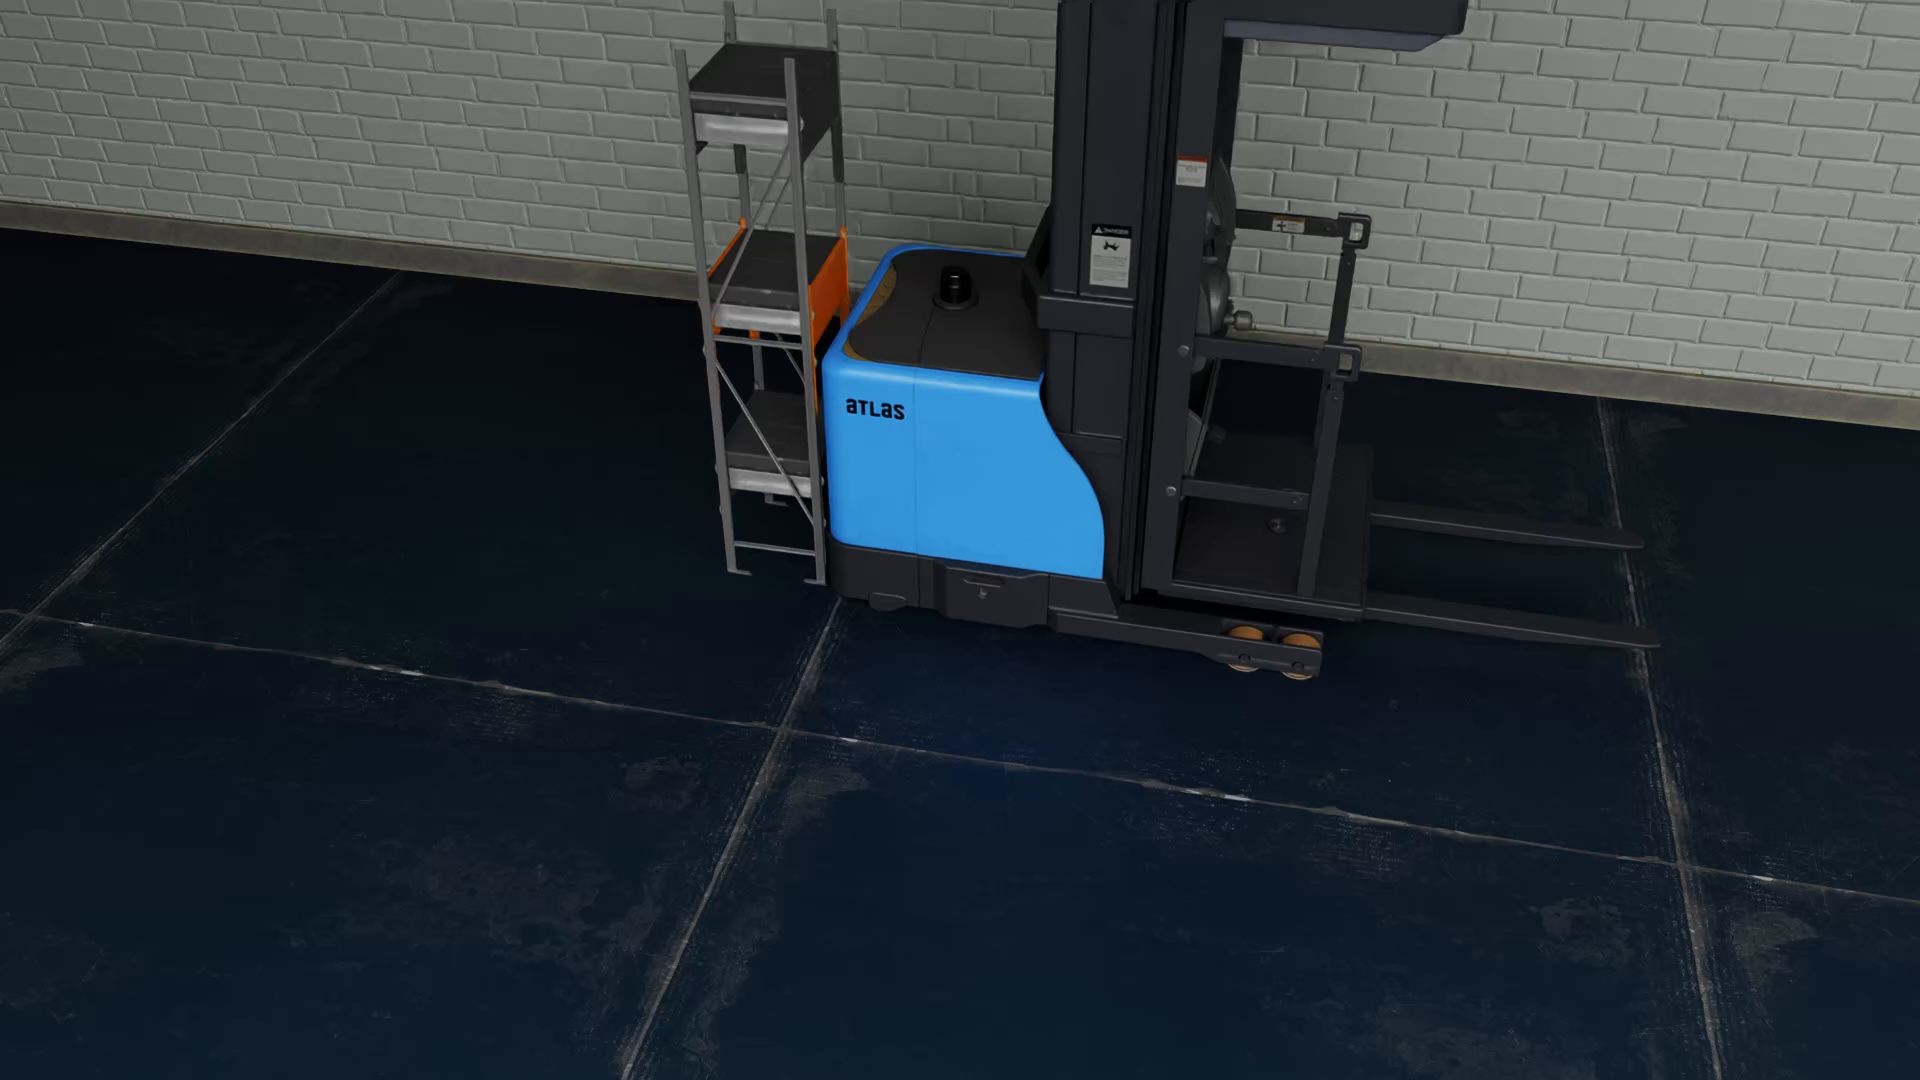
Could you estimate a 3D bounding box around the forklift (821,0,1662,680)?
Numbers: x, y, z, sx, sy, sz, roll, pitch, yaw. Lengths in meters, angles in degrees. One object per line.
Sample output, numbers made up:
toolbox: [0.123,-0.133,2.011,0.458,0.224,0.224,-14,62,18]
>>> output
forklift: [1.070,-1.023,5.664,3.031,2.935,1.130,8,37,10]

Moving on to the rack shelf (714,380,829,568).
rack shelf: [-0.669,-0.263,6.540,0.431,0.518,0.480,7,37,10]

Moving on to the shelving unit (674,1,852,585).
shelving unit: [-0.669,-0.841,6.121,0.431,2.100,0.503,7,37,10]

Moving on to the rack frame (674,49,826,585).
rack frame: [-0.721,-0.701,5.928,0.400,2.100,0.015,7,37,10]

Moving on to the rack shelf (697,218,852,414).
rack shelf: [-0.669,-0.830,6.129,0.431,0.518,0.480,7,37,10]

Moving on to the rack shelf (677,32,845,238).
rack shelf: [-0.669,-1.397,5.718,0.431,0.518,0.480,7,37,10]

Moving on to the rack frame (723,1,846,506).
rack frame: [-0.618,-0.981,6.314,0.400,2.100,0.015,7,37,10]
